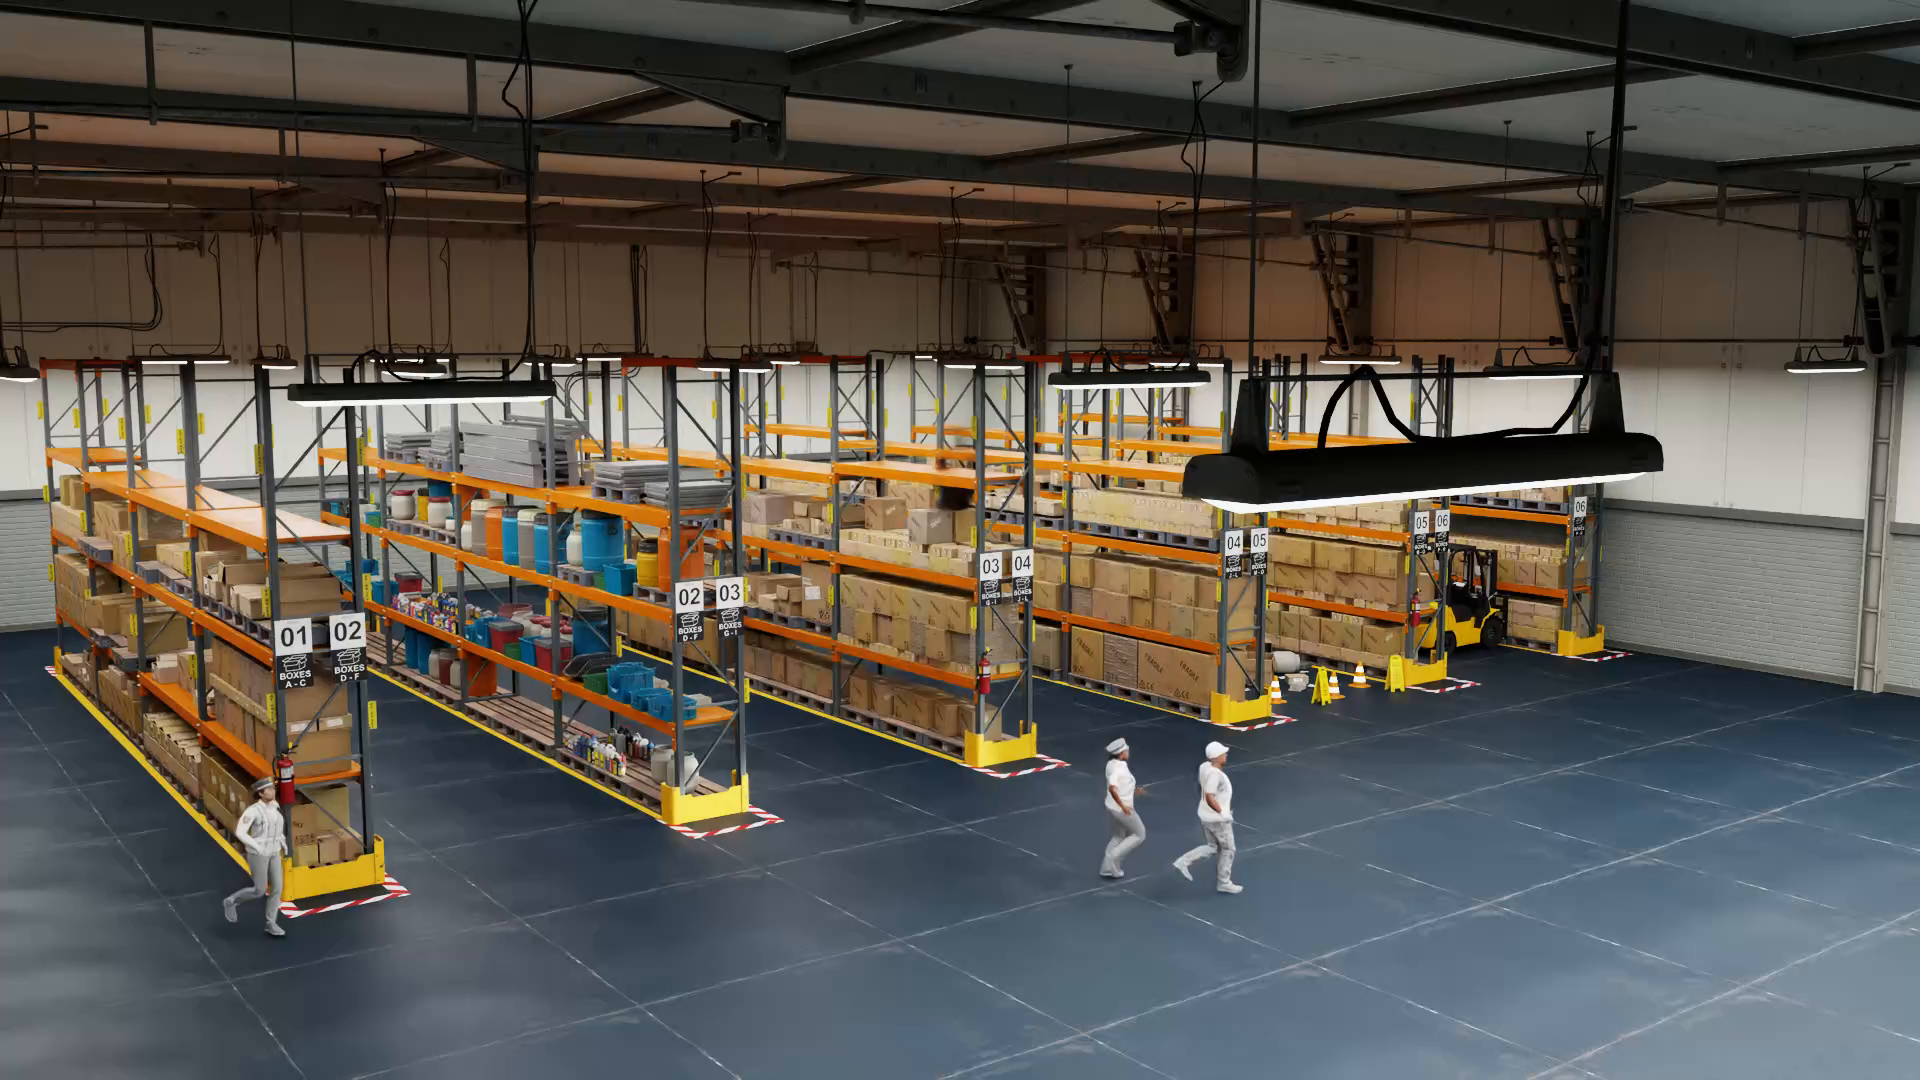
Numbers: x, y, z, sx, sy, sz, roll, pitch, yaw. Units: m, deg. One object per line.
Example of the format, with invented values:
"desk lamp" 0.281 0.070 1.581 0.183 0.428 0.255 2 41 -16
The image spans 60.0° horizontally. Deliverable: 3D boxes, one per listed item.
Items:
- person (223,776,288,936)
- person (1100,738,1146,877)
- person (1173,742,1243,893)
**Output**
"person" -7.498 3.368 17.954 0.782 1.642 0.674 3 7 20
"person" 1.941 3.153 19.616 0.576 1.659 0.560 -2 7 -15
"person" 2.865 3.185 19.073 0.812 1.769 0.692 -1 7 -7
